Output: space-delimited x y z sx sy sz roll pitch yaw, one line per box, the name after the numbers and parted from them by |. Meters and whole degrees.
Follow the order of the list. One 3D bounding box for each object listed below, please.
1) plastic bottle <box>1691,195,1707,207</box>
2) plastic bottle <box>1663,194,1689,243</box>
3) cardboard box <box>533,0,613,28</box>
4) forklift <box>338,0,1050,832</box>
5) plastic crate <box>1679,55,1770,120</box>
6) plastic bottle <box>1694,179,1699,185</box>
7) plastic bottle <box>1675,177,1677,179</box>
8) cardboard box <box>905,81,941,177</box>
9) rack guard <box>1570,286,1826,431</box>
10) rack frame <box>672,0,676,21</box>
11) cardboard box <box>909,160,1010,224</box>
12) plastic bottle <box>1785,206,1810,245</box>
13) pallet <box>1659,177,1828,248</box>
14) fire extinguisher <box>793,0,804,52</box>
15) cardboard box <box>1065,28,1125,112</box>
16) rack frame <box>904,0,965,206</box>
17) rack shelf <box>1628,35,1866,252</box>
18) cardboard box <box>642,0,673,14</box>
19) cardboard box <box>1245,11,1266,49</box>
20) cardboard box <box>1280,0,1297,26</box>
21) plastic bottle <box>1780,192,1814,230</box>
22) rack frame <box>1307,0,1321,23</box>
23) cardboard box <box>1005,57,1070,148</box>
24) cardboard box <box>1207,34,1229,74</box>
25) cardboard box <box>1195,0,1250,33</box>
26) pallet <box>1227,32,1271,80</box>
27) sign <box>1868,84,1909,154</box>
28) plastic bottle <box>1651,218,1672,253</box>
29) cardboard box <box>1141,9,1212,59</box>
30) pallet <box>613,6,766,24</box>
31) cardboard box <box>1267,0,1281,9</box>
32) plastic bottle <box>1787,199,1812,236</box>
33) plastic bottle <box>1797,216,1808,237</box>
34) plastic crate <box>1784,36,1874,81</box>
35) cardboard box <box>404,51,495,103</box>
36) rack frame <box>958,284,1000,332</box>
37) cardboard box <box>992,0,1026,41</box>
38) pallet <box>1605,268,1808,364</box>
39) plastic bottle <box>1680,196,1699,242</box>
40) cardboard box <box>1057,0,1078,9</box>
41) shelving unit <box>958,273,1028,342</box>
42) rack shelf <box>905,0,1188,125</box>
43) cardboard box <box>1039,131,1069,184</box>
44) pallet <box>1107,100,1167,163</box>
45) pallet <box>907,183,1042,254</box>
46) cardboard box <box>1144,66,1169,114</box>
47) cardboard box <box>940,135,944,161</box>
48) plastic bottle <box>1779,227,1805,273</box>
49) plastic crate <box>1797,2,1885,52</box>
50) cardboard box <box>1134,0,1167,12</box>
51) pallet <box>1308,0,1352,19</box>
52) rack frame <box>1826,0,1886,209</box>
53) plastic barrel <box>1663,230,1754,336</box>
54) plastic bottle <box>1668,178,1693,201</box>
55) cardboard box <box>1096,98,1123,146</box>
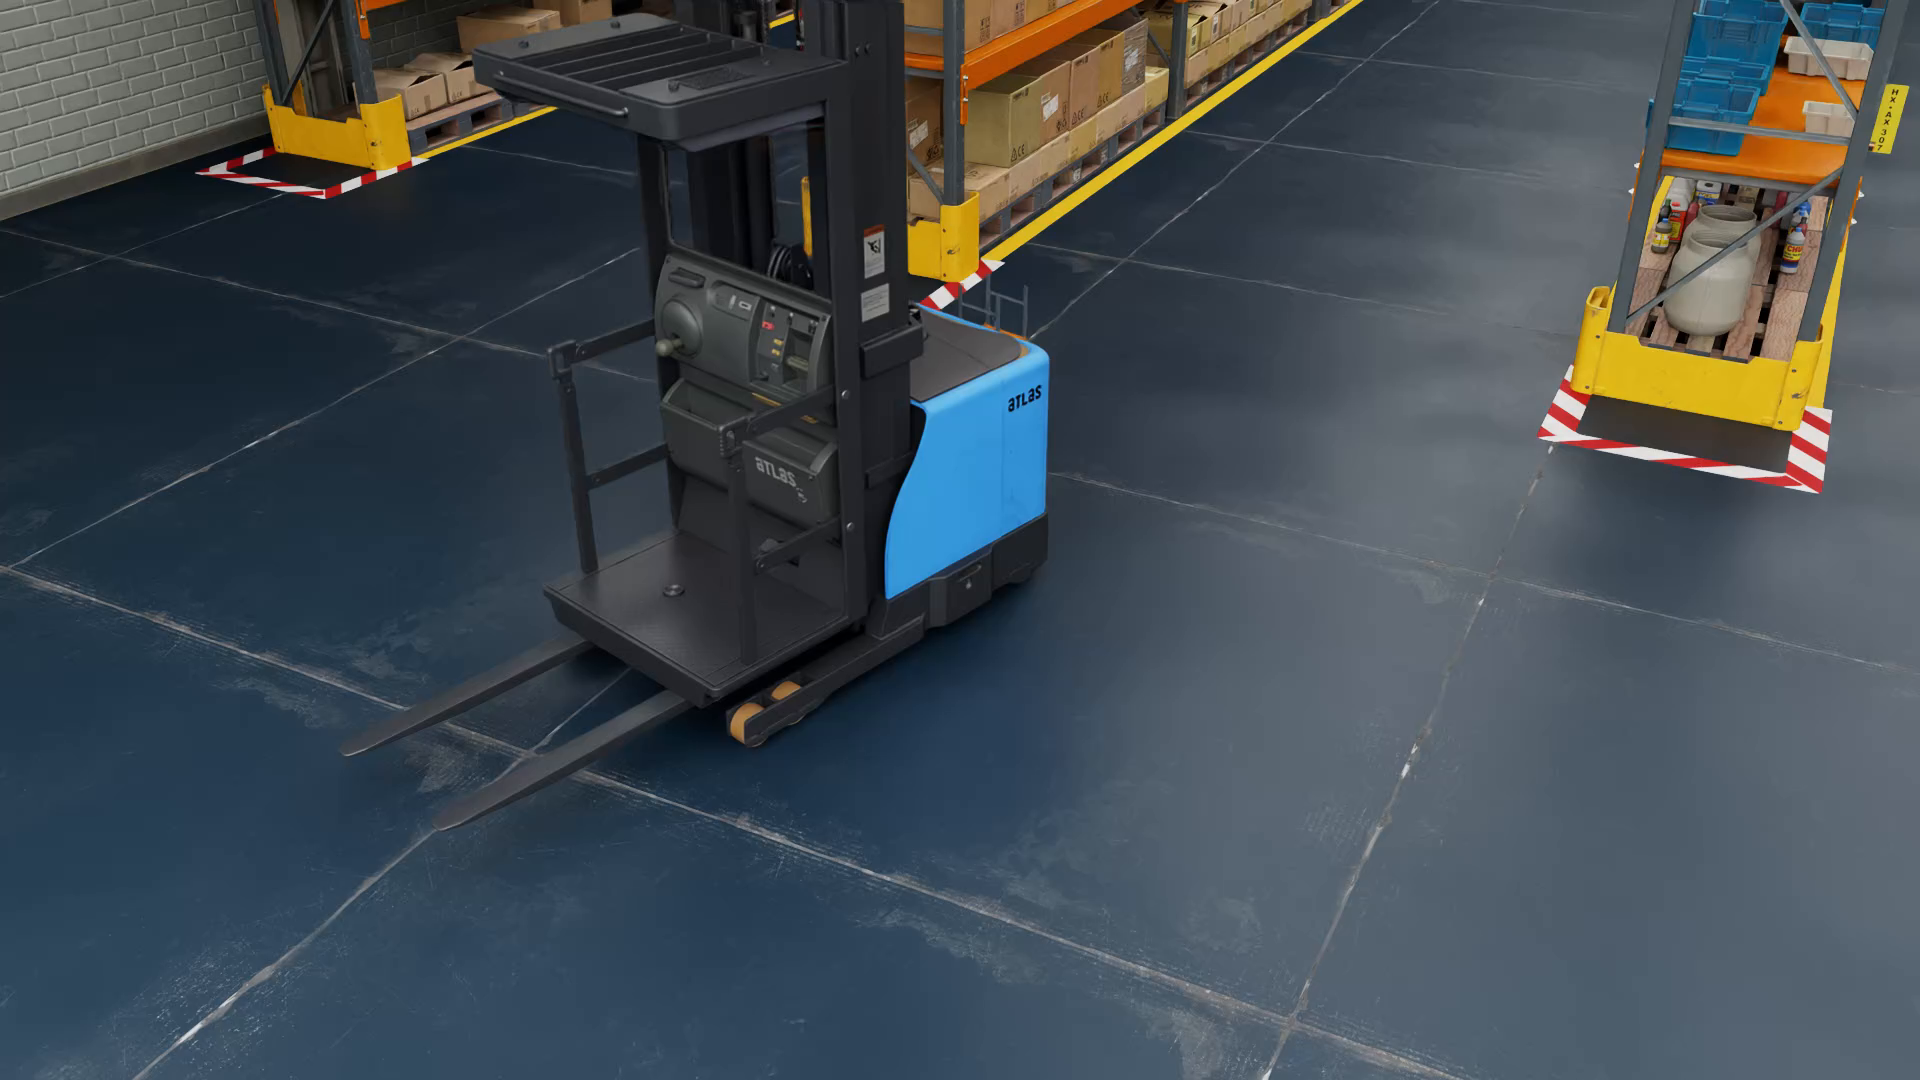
4.813 -2.151 10.852 0.097 0.201 0.097 0 30 0 | plastic bottle
4.551 -2.055 10.610 0.152 0.276 0.135 15 33 24 | plastic bottle
-3.469 -4.685 14.965 0.500 0.500 0.500 12 32 20 | cardboard box
-0.973 -0.766 6.140 1.130 2.935 3.031 25 38 36 | forklift
4.227 -2.538 9.308 0.499 0.251 0.408 14 33 23 | plastic crate
4.930 -2.386 11.192 0.097 0.271 0.097 0 30 0 | plastic bottle
4.852 -2.402 11.206 0.061 0.283 0.133 16 33 25 | plastic bottle
-0.464 -2.772 11.152 0.500 0.500 0.500 14 33 23 | cardboard box
3.958 -0.987 8.967 1.175 0.500 0.348 14 33 23 | rack guard
-3.032 -6.047 15.269 1.000 3.000 0.127 14 33 23 | rack frame
-0.001 -2.329 11.133 0.500 0.250 0.500 14 33 23 | cardboard box
5.270 -1.964 10.455 0.097 0.271 0.097 0 30 0 | plastic bottle
5.444 -2.302 11.547 1.003 0.211 1.213 14 33 23 | pallet
-0.910 -3.171 10.338 0.296 0.674 0.183 14 33 23 | fire extinguisher
0.900 -3.543 12.495 0.500 0.500 0.500 14 33 23 | cardboard box
-0.443 -3.152 10.227 1.000 3.000 0.127 14 33 23 | rack frame
4.876 -2.601 9.990 1.077 0.370 4.000 14 33 23 | rack shelf
-2.712 -5.484 16.356 0.700 0.500 0.500 15 33 25 | cardboard box
2.484 -4.719 15.296 0.500 0.250 0.500 15 33 24 | cardboard box
2.947 -5.170 16.081 0.500 0.250 0.500 14 33 23 | cardboard box
5.438 -2.159 10.791 0.152 0.276 0.135 15 33 24 | plastic bottle
3.201 -6.698 16.403 1.000 3.000 0.127 14 33 23 | rack frame
0.442 -3.101 11.724 0.500 0.500 0.500 14 33 23 | cardboard box
2.018 -4.264 14.502 0.500 0.250 0.500 15 33 24 | cardboard box
2.257 -4.735 14.760 0.500 0.311 0.500 13 32 22 | cardboard box
2.235 -4.594 15.538 1.003 0.211 1.213 14 33 23 | pallet
4.453 -2.020 7.977 0.100 0.325 0.005 14 33 23 | sign
4.411 -1.918 10.445 0.097 0.201 0.097 0 30 0 | plastic bottle
1.789 -4.285 13.976 0.500 0.311 0.500 14 33 23 | cardboard box
-2.679 -5.184 16.565 1.003 0.211 1.213 14 33 23 | pallet
2.719 -5.188 15.549 0.500 0.311 0.500 14 33 23 | cardboard box
5.362 -2.053 10.612 0.097 0.271 0.097 0 30 0 | plastic bottle
5.188 -1.869 10.278 0.061 0.283 0.133 15 33 24 | plastic bottle
5.273 -2.908 10.067 0.530 0.136 0.437 14 33 23 | plastic crate
-4.199 -3.838 13.679 0.500 0.311 0.500 17 34 27 | cardboard box
0.083 -0.560 7.521 0.240 1.200 0.006 25 38 36 | rack frame
0.016 -3.633 10.964 0.700 0.500 0.500 15 33 25 | cardboard box
4.333 -1.221 9.664 1.003 0.211 1.213 14 33 23 | pallet
4.646 -2.035 10.567 0.061 0.283 0.133 14 33 23 | plastic bottle
0.484 -4.086 11.753 0.700 0.500 0.500 15 33 25 | cardboard box
0.145 -0.594 7.579 0.258 1.200 0.189 25 38 36 | shelving unit
0.468 -3.727 11.950 1.077 0.370 4.000 14 33 23 | rack shelf
0.452 -2.773 11.906 0.500 0.250 0.500 14 33 23 | cardboard box
0.980 -3.373 13.412 1.003 0.211 1.213 14 33 23 | pallet
-0.132 -2.291 11.528 1.003 0.211 1.213 14 33 23 | pallet
1.363 -3.660 13.450 0.500 0.250 0.500 14 33 23 | cardboard box
-0.245 -2.671 11.728 0.500 0.250 0.500 14 33 23 | cardboard box
5.068 -1.767 10.113 0.097 0.271 0.097 0 30 0 | plastic bottle
5.525 -3.183 10.430 0.499 0.251 0.616 14 33 23 | plastic crate
1.540 -4.635 14.585 0.500 0.311 0.500 15 33 25 | cardboard box
3.575 -5.812 17.658 1.003 0.211 1.213 14 33 23 | pallet
5.787 -3.800 11.355 1.000 3.000 0.127 14 33 23 | rack frame
4.197 -1.439 9.320 0.421 0.512 0.421 0 30 0 | plastic barrel
4.686 -2.224 10.828 0.144 0.351 0.185 16 33 25 | plastic bottle
0.911 -3.215 12.677 0.500 0.250 0.500 14 33 23 | cardboard box
